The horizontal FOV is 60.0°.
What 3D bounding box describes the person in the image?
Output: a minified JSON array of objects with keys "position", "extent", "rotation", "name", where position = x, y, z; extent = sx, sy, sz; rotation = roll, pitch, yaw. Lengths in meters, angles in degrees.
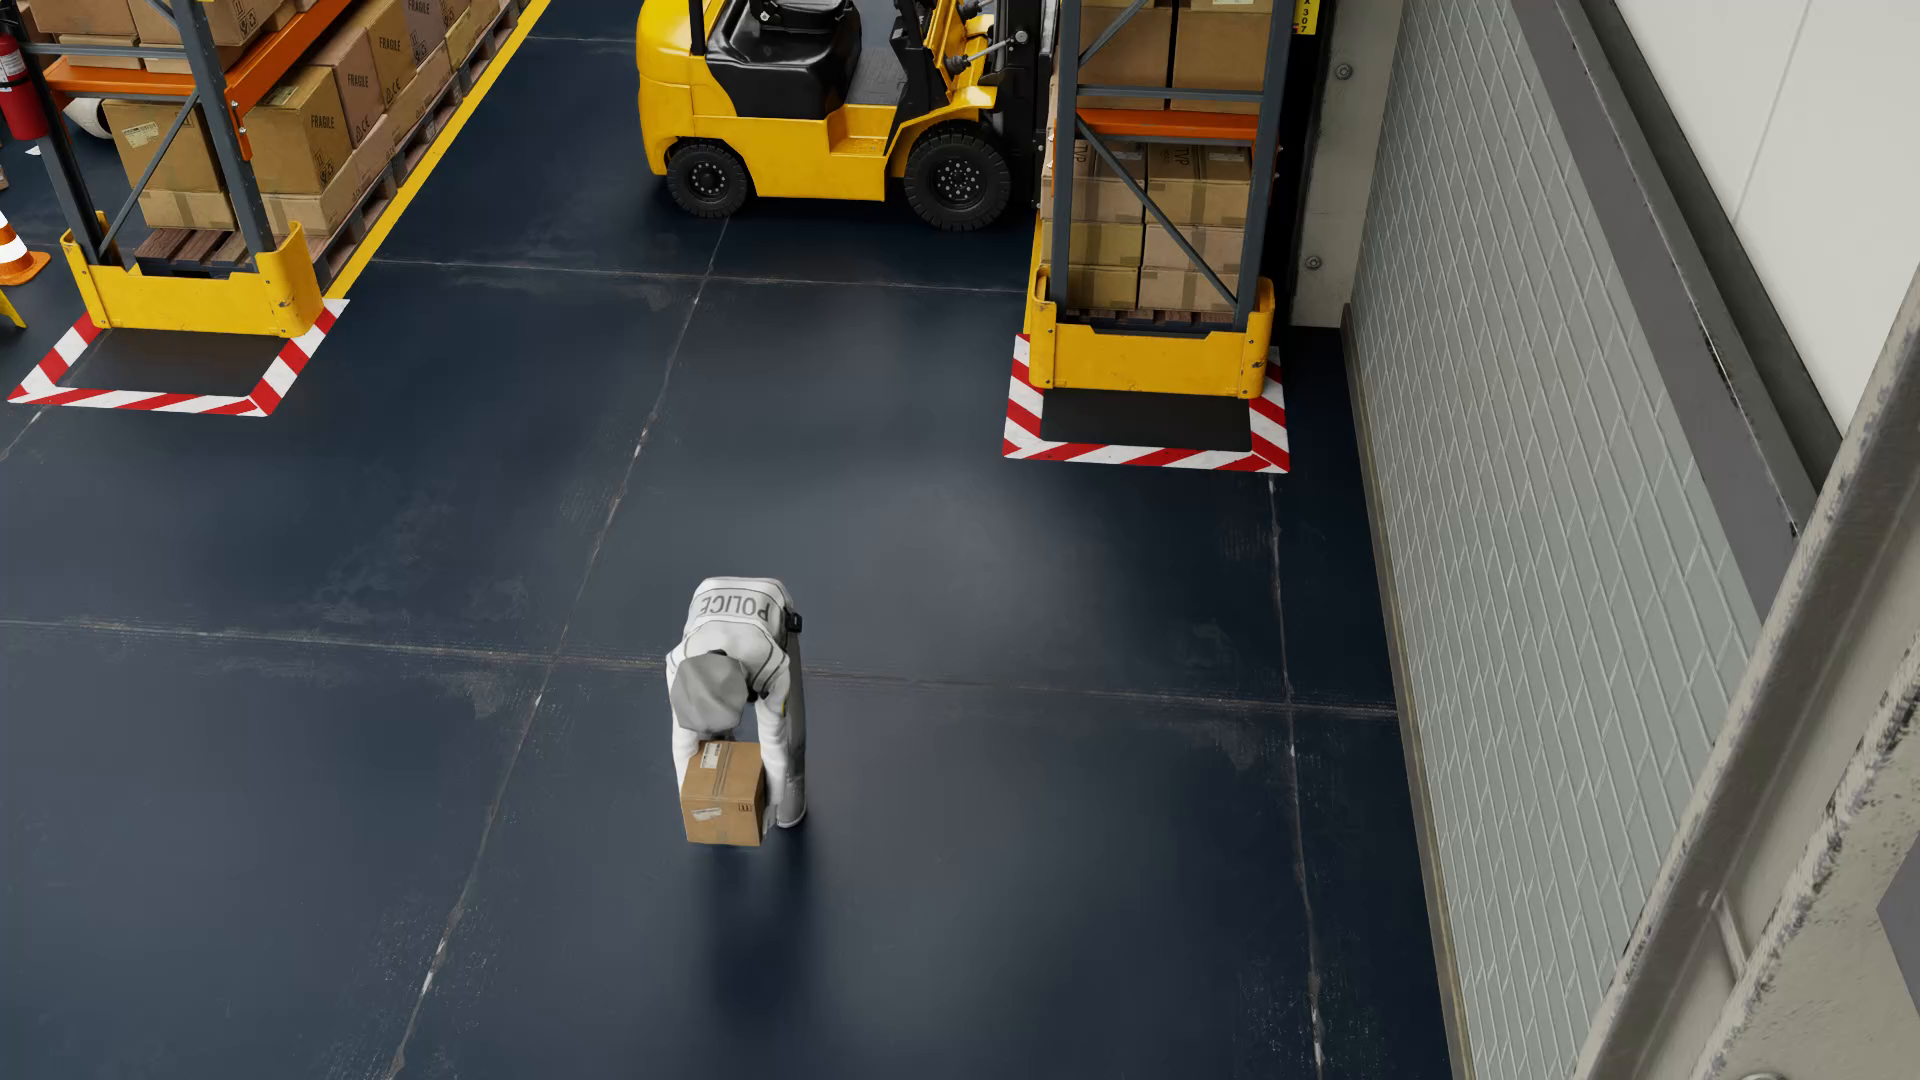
[{"position":[-0.767,0.646,5.746],"extent":[0.429,1.214,0.904],"rotation":[2,40,2],"name":"person"}]
